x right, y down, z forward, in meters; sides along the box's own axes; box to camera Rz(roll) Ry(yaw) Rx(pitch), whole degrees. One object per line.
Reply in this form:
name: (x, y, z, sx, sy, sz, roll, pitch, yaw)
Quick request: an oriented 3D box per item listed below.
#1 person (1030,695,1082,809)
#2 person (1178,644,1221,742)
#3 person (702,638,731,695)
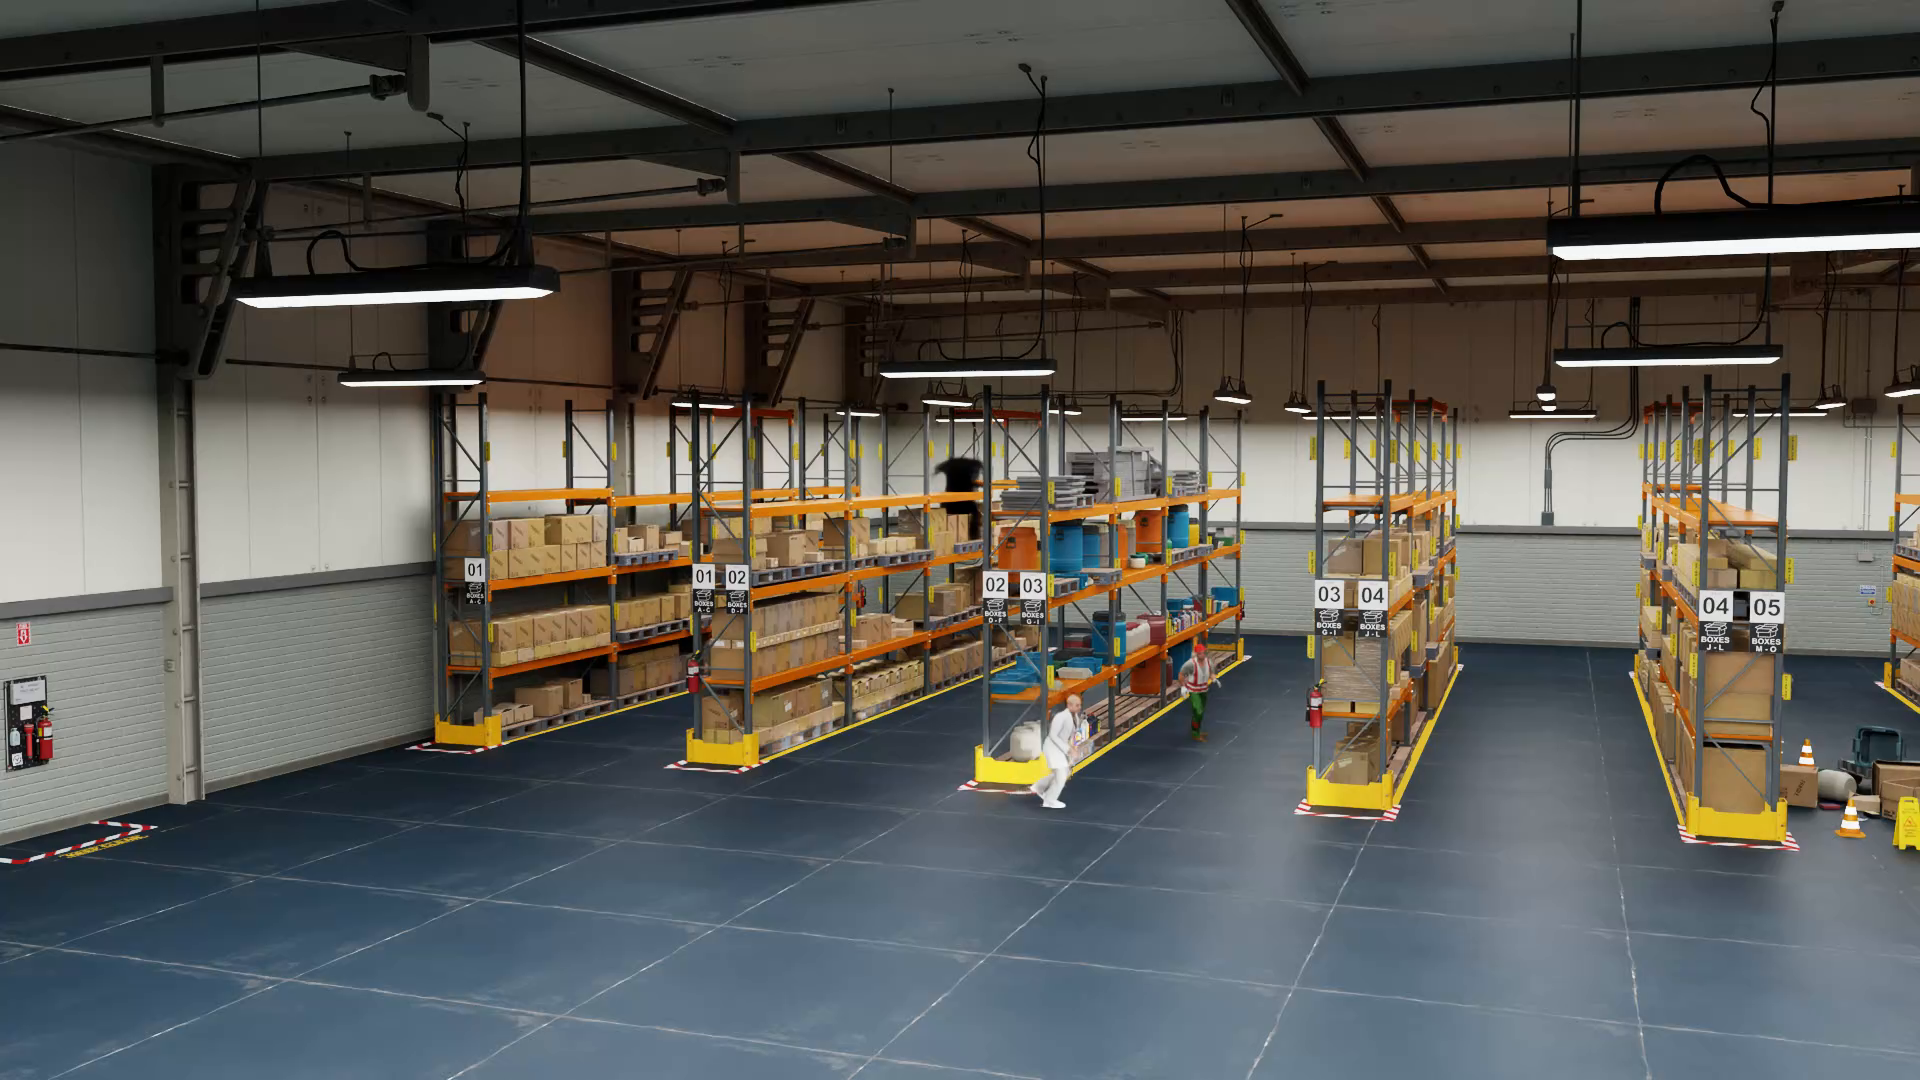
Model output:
person: (1.331, 2.942, 23.248, 0.882, 1.628, 0.669, 2, 4, 31)
person: (4.146, 2.639, 28.757, 0.685, 1.737, 0.837, -2, 4, -33)
person: (-4.617, 2.500, 32.171, 0.666, 1.679, 0.826, -2, 3, -28)
